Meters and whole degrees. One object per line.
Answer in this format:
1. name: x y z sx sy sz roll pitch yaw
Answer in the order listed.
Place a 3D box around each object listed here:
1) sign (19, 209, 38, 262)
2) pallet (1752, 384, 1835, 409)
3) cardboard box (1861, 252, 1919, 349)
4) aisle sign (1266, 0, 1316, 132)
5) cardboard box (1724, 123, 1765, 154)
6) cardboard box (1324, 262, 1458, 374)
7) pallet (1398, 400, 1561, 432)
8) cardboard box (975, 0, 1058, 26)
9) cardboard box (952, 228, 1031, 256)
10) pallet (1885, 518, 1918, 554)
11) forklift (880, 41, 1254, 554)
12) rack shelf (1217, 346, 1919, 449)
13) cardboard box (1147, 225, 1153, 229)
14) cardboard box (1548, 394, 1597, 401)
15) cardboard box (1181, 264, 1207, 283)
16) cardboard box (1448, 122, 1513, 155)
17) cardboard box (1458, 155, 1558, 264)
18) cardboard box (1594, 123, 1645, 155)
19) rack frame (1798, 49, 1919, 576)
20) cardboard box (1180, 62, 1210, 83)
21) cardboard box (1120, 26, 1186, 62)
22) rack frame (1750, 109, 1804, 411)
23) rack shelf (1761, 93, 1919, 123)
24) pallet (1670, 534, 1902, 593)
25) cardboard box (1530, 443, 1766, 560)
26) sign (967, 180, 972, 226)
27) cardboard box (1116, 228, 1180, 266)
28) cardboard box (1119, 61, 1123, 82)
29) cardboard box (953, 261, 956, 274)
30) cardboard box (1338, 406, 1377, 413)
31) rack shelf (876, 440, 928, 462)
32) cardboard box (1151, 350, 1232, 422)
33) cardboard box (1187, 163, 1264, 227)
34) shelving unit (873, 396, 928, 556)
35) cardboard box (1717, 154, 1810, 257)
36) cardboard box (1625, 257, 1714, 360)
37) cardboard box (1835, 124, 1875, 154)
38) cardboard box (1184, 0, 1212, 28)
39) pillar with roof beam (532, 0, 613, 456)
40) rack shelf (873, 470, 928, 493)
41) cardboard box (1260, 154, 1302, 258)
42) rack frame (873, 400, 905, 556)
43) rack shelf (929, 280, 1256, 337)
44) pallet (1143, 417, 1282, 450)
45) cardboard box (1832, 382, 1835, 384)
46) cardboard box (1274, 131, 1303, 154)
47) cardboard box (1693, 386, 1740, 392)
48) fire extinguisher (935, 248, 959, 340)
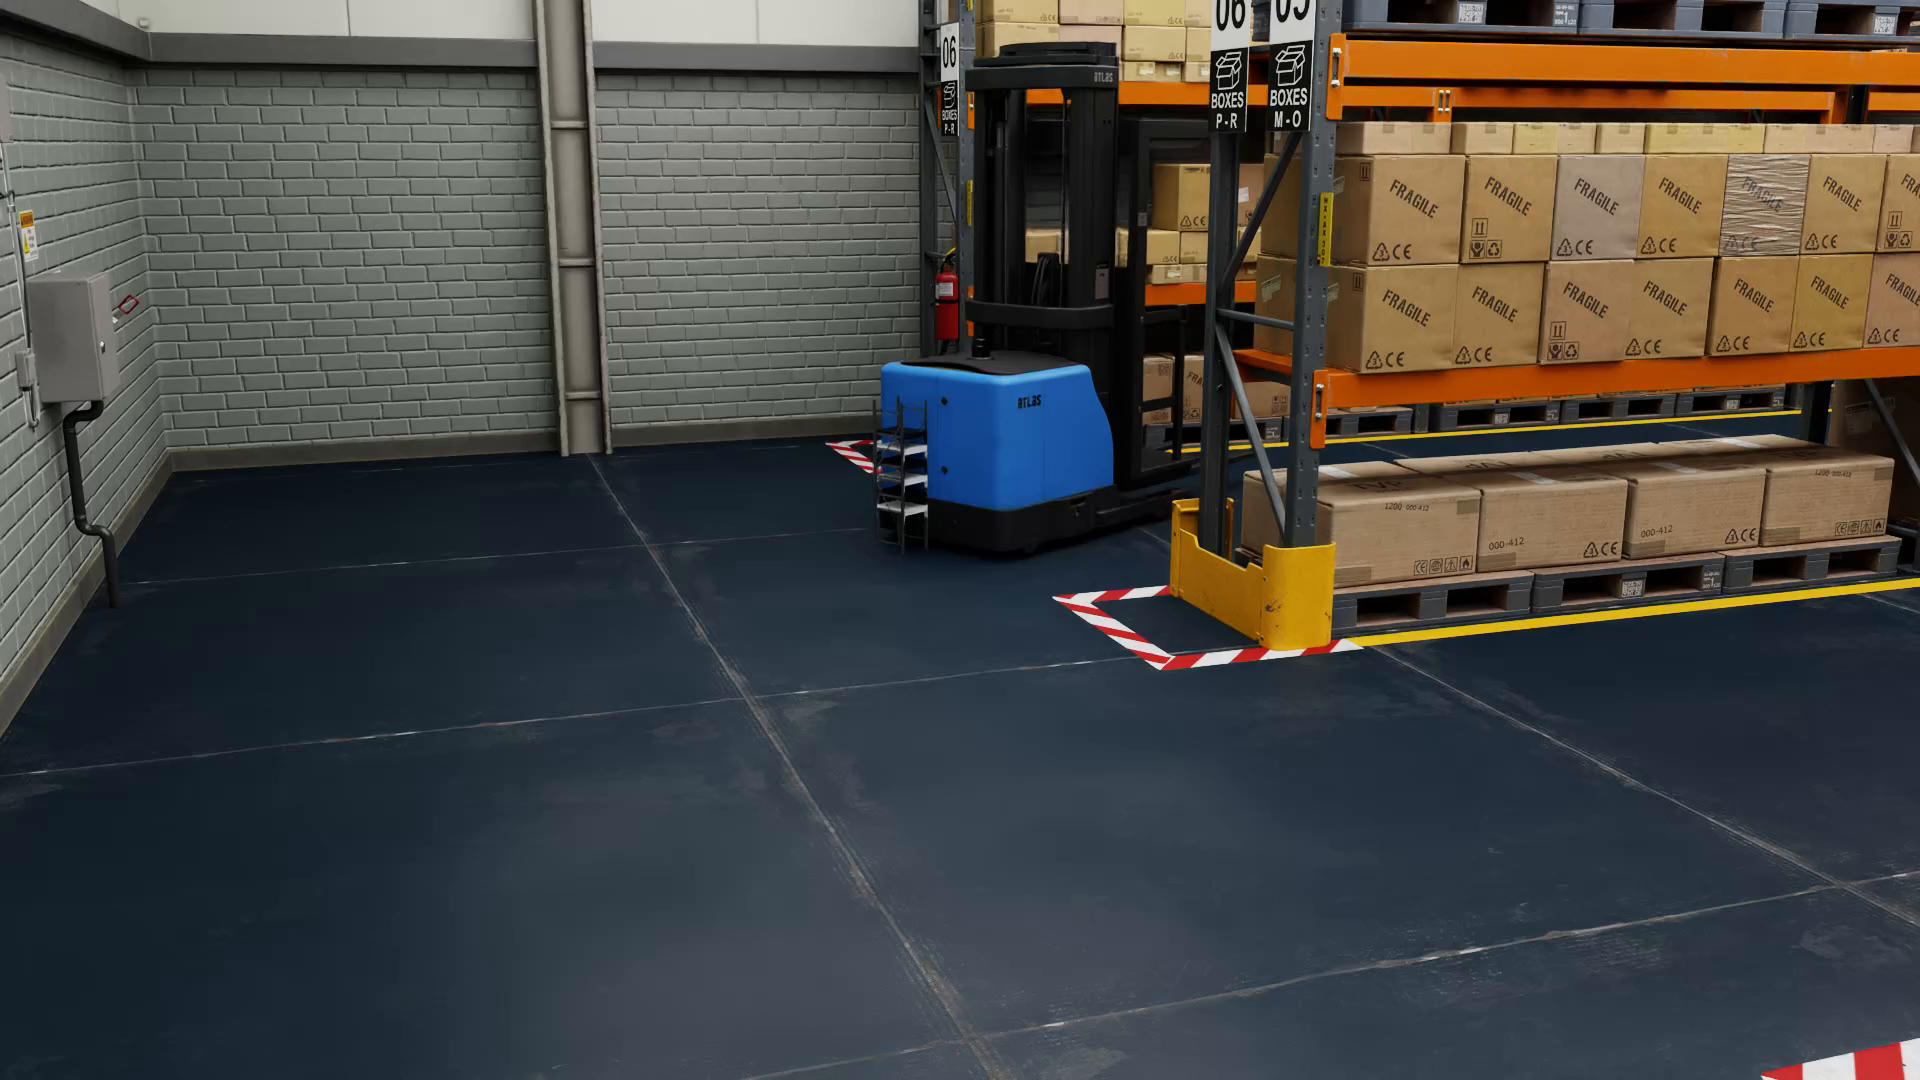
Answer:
1. sign: -4.565 -1.493 8.152 0.001 0.242 0.339 -4 14 -18
2. pallet: 8.270 -1.443 15.752 1.213 0.211 1.003 -4 14 -18
3. cardboard box: 4.915 -1.322 9.002 0.500 0.500 0.500 -4 14 -18
4. aisle sign: 1.506 -2.264 7.562 0.004 0.787 0.394 -4 14 -18
5. cardboard box: 3.851 -2.041 8.463 0.250 0.149 0.380 -5 14 -19
6. cardboard box: 2.028 -1.089 8.025 0.500 0.500 0.500 -5 14 -19
7. pallet: 4.445 -1.164 14.579 1.213 0.211 1.003 -4 14 -18
8. cardboard box: 0.396 -3.909 12.212 0.500 0.250 0.500 -5 14 -19
9. cardboard box: 0.247 -2.321 13.098 0.500 0.250 0.500 -4 14 -16
10. pallet: 5.980 -0.080 10.025 1.213 0.211 1.003 -4 14 -18
11. forklift: 0.858 -1.623 10.631 1.130 2.935 3.031 11 18 40
12. rack shelf: 3.377 -0.866 8.856 4.000 0.370 1.077 -4 14 -18
13. cardboard box: 1.702 -2.432 13.568 0.500 0.250 0.500 -4 14 -18
14. cardboard box: 5.193 -1.504 14.477 0.500 0.500 0.500 -5 14 -20
15. cardboard box: 1.774 -2.107 13.060 0.250 0.149 0.380 -4 14 -17
16. cardboard box: 2.415 -1.913 7.927 0.250 0.149 0.380 -4 14 -16
17. cardboard box: 2.515 -1.616 8.078 0.500 0.500 0.500 -5 14 -20
18. cardboard box: 3.141 -1.977 8.194 0.250 0.149 0.380 -4 14 -18
19. rack frame: 5.273 -1.364 9.393 0.127 3.000 1.000 -4 14 -18
20. cardboard box: 1.755 -3.558 12.680 0.250 0.149 0.380 -4 14 -18
21. cardboard box: 1.367 -3.738 12.573 0.500 0.250 0.500 -5 14 -20
22. rack frame: 7.477 -2.747 15.210 0.127 3.000 1.000 -4 14 -18
23. rack shelf: 9.373 -4.004 15.567 4.000 0.370 1.077 -4 14 -18
24. pallet: 4.527 0.032 9.552 1.213 0.211 1.003 -4 14 -18
25. cardboard box: 3.795 -0.232 9.267 0.875 0.438 0.875 -5 14 -20
26. sign: 0.068 -2.459 12.127 0.005 0.325 0.100 -4 14 -18
27. cardboard box: 1.368 -2.278 12.920 0.500 0.250 0.500 -5 14 -19
28. cardboard box: 1.029 -3.502 12.446 0.250 0.149 0.380 -4 14 -17
29. cardboard box: 0.124 -2.118 13.107 0.250 0.149 0.380 -5 14 -19
30. cardboard box: 3.252 -1.164 13.807 0.250 0.149 0.380 -5 14 -20
31. rack shelf: -0.350 -0.523 9.761 0.258 0.077 0.200 11 18 40
32. cardboard box: 1.861 -1.241 13.372 0.500 0.500 0.500 -4 14 -17
33. cardboard box: 2.190 -2.837 13.648 0.500 0.500 0.500 -5 14 -20
34. shelving unit: -0.350 -0.380 9.795 0.258 0.900 0.210 11 18 40
35. cardboard box: 3.951 -1.728 8.548 0.500 0.500 0.500 -4 14 -17
36. cardboard box: 3.456 -1.207 8.519 0.500 0.500 0.500 -4 14 -16
37. cardboard box: 4.559 -2.110 8.752 0.250 0.149 0.380 -4 14 -18
38. cardboard box: 1.836 -4.022 12.688 0.500 0.250 0.500 -4 14 -17
39. pillar with roof beam: -1.575 -4.130 8.059 0.400 9.000 9.100 -4 14 -18
40. rack shelf: -0.350 -0.347 9.803 0.258 0.077 0.200 11 18 40
41. cardboard box: 1.863 -1.691 8.394 0.500 0.500 0.500 -4 14 -16
42. rack frame: -0.417 -0.362 9.721 0.240 0.900 0.006 11 18 40
43. rack shelf: 1.791 -1.954 13.432 4.000 0.370 1.077 -4 14 -18
44. pallet: 1.877 -0.954 13.697 1.213 0.211 1.003 -4 14 -18
45. cardboard box: 8.073 -1.839 15.617 0.625 0.625 0.875 -4 14 -16
46. cardboard box: 1.758 -1.989 8.246 0.250 0.149 0.380 -4 14 -17
47. cardboard box: 6.668 -1.622 14.976 0.500 0.500 0.500 -5 14 -19
48. fire extinguisher: -0.097 -1.825 12.308 0.183 0.674 0.296 -4 14 -18
